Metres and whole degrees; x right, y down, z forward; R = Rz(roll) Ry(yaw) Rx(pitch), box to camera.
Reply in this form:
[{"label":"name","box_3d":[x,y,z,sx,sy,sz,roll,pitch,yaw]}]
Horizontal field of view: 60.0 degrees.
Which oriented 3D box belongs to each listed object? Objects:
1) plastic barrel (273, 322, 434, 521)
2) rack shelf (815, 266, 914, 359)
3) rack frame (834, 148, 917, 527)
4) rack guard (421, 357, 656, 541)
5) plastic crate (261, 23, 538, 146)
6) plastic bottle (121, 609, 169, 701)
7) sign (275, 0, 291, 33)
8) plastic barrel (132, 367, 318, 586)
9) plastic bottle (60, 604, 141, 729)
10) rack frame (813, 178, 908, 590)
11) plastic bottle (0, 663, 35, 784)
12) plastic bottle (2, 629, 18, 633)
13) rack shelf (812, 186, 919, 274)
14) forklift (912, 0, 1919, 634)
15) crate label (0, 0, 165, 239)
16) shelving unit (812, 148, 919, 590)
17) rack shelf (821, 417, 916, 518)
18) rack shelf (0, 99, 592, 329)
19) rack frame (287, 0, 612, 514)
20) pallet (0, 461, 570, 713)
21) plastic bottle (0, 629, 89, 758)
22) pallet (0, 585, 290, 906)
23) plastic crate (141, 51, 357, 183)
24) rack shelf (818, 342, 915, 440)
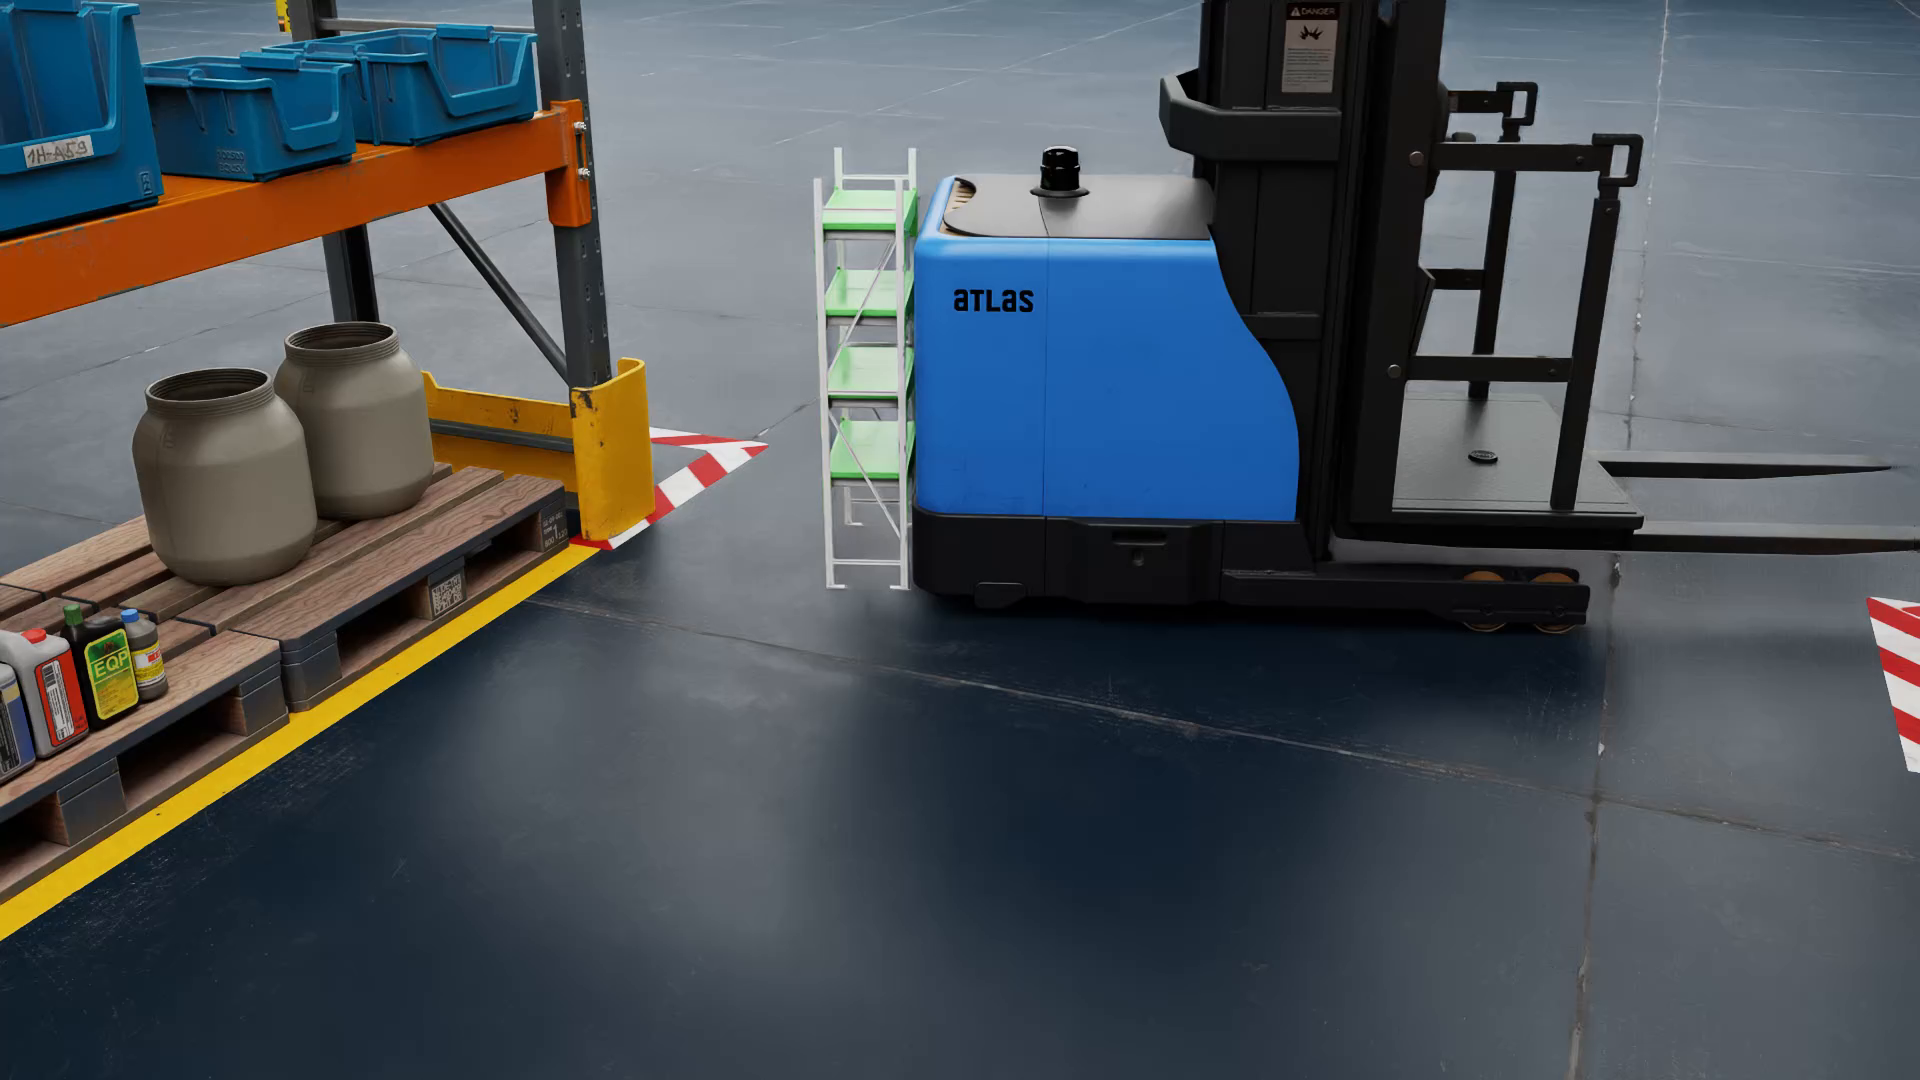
[{"label":"plastic barrel","box_3d":[-1.780,-0.351,4.882,0.421,0.512,0.421,0,23,0]},{"label":"rack shelf","box_3d":[-0.261,-0.668,4.836,0.258,0.148,0.480,1,23,2]},{"label":"rack frame","box_3d":[-0.250,-0.599,5.128,0.240,1.200,0.015,1,23,2]},{"label":"rack guard","box_3d":[-1.591,-0.365,5.474,1.175,0.500,0.348,9,24,20]},{"label":"plastic crate","box_3d":[-1.515,-1.261,4.571,0.499,0.251,0.616,9,24,20]},{"label":"plastic bottle","box_3d":[-1.882,0.256,3.805,0.097,0.201,0.097,0,23,0]},{"label":"sign","box_3d":[-2.116,-1.760,5.213,0.100,0.325,0.005,9,24,20]},{"label":"plastic barrel","box_3d":[-1.967,-0.172,4.453,0.421,0.512,0.421,0,23,0]},{"label":"plastic bottle","box_3d":[-1.909,0.263,3.683,0.061,0.283,0.133,9,24,21]},{"label":"rack frame","box_3d":[-0.273,-0.412,4.679,0.240,1.200,0.015,1,23,2]},{"label":"plastic bottle","box_3d":[-2.053,0.358,3.465,0.152,0.276,0.135,8,24,19]},{"label":"plastic bottle","box_3d":[-2.100,0.290,3.618,0.061,0.283,0.133,9,24,20]},{"label":"rack shelf","box_3d":[-0.261,-0.889,4.743,0.258,0.148,0.480,1,23,2]},{"label":"forklift","box_3d":[1.400,-1.303,4.566,3.031,2.935,1.130,1,23,3]},{"label":"crate label","box_3d":[-2.039,-0.871,3.397,0.502,0.435,0.616,9,24,20]},{"label":"shelving unit","box_3d":[-0.261,-0.505,4.903,0.258,1.200,0.503,1,23,2]},{"label":"rack shelf","box_3d":[-0.261,-0.225,5.021,0.258,0.148,0.480,1,23,2]},{"label":"rack shelf","box_3d":[-2.350,-0.504,3.499,1.077,0.370,4.000,9,24,20]},{"label":"rack frame","box_3d":[-1.607,-1.552,5.074,1.000,3.000,0.127,9,24,20]},{"label":"pallet","box_3d":[-1.898,0.059,4.836,1.003,0.211,1.213,9,24,20]},{"label":"plastic bottle","box_3d":[-2.001,0.308,3.584,0.152,0.276,0.135,9,24,20]},{"label":"pallet","box_3d":[-2.353,0.494,3.794,1.003,0.211,1.213,9,24,20]},{"label":"plastic crate","box_3d":[-1.762,-1.030,4.017,0.499,0.251,0.408,9,24,20]},{"label":"rack shelf","box_3d":[-0.261,-0.447,4.928,0.258,0.148,0.480,1,23,2]}]
